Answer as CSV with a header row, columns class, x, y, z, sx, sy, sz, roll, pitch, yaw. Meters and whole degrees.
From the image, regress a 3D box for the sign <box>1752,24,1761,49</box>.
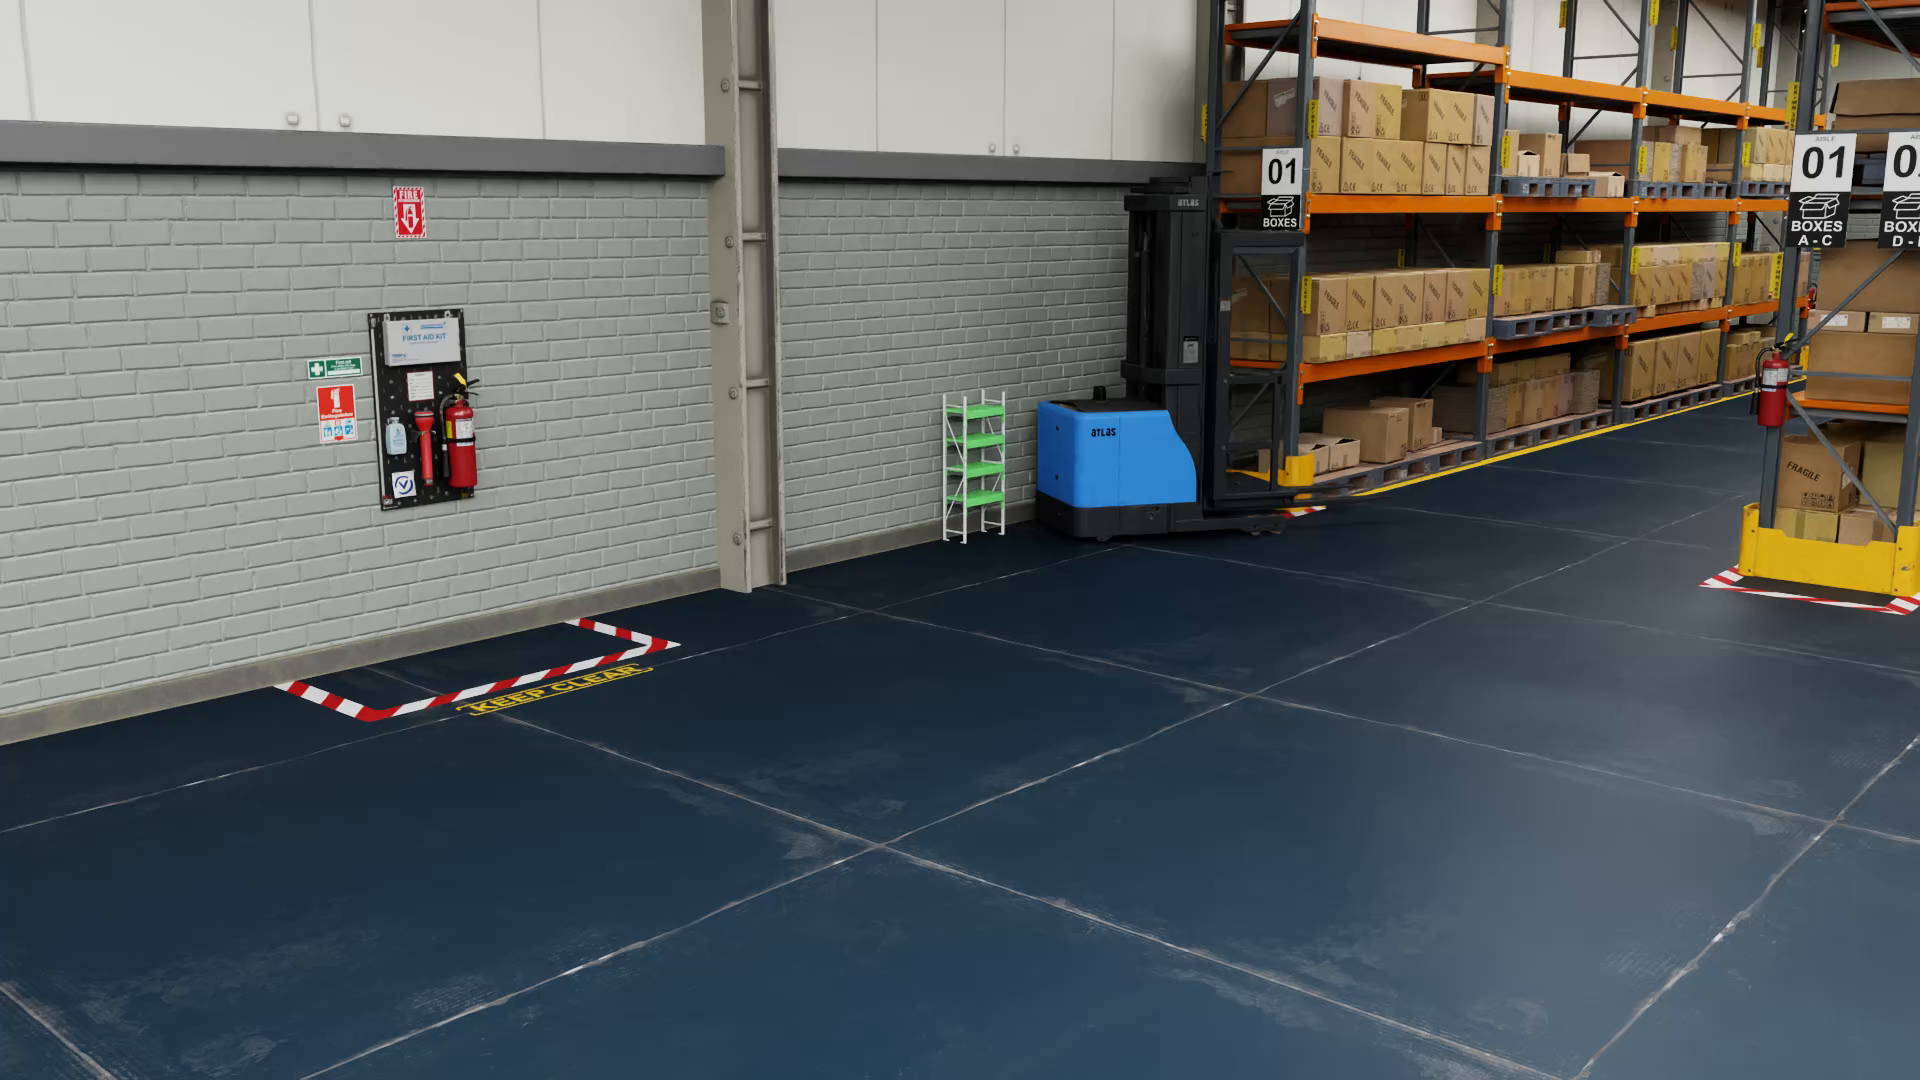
class,x,y,z,sx,sy,sz,roll,pitch,yaw
sign,10.980,-6.946,22.924,0.100,0.325,0.005,10,15,40

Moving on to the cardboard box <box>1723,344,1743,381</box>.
class,x,y,z,sx,sy,sz,roll,pitch,yaw
cardboard box,11.136,-2.652,24.641,0.700,0.500,0.500,10,15,41

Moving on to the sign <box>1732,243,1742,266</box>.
class,x,y,z,sx,sy,sz,roll,pitch,yaw
sign,10.979,-4.035,23.503,0.100,0.325,0.005,10,15,40

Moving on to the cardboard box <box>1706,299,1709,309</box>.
class,x,y,z,sx,sy,sz,roll,pitch,yaw
cardboard box,10.201,-3.303,23.181,0.380,0.149,0.250,10,15,42

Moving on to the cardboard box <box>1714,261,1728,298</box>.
class,x,y,z,sx,sy,sz,roll,pitch,yaw
cardboard box,10.449,-3.679,23.409,0.500,0.500,0.500,9,15,39

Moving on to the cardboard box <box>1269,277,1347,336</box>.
class,x,y,z,sx,sy,sz,roll,pitch,yaw
cardboard box,3.184,-2.145,15.210,0.500,0.500,0.500,10,15,40

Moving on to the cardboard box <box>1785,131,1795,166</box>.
class,x,y,z,sx,sy,sz,roll,pitch,yaw
cardboard box,12.250,-5.891,25.029,0.500,0.500,0.500,9,14,38

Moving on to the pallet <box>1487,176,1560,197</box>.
class,x,y,z,sx,sy,sz,roll,pitch,yaw
pallet,5.772,-3.854,18.170,1.213,0.211,1.003,10,15,40

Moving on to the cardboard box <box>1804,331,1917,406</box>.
class,x,y,z,sx,sy,sz,roll,pitch,yaw
cardboard box,6.685,-1.286,12.235,0.700,0.500,0.500,10,15,40

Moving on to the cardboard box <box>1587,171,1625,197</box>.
class,x,y,z,sx,sy,sz,roll,pitch,yaw
cardboard box,7.652,-4.283,20.014,0.500,0.311,0.500,10,15,40

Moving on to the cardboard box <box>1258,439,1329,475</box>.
class,x,y,z,sx,sy,sz,roll,pitch,yaw
cardboard box,3.168,-0.797,15.785,0.500,0.311,0.500,8,14,34

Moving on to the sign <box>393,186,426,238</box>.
class,x,y,z,sx,sy,sz,roll,pitch,yaw
sign,-3.245,-1.932,9.805,0.001,0.298,0.199,10,15,40

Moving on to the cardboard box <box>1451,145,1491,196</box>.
class,x,y,z,sx,sy,sz,roll,pitch,yaw
cardboard box,5.135,-3.821,17.221,0.500,0.500,0.500,10,15,42

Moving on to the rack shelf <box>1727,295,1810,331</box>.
class,x,y,z,sx,sy,sz,roll,pitch,yaw
rack shelf,11.885,-3.517,25.497,1.077,0.370,4.000,10,15,40

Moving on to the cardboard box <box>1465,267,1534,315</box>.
class,x,y,z,sx,sy,sz,roll,pitch,yaw
cardboard box,6.020,-2.815,18.767,0.500,0.500,0.700,-10,15,-42

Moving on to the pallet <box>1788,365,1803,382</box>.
class,x,y,z,sx,sy,sz,roll,pitch,yaw
pallet,12.736,-2.669,26.533,1.003,0.211,1.213,10,15,40

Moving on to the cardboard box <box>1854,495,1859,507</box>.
class,x,y,z,sx,sy,sz,roll,pitch,yaw
cardboard box,6.820,-0.220,13.100,0.500,0.250,0.500,10,15,40

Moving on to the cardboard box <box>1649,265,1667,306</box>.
class,x,y,z,sx,sy,sz,roll,pitch,yaw
cardboard box,8.790,-3.306,21.538,0.500,0.500,0.500,10,15,42

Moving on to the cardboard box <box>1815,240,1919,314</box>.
class,x,y,z,sx,sy,sz,roll,pitch,yaw
cardboard box,6.720,-1.930,12.147,0.700,0.500,0.500,10,15,41

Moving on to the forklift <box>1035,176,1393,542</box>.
class,x,y,z,sx,sy,sz,roll,pitch,yaw
forklift,2.223,-1.570,14.089,3.031,2.935,1.130,-4,12,-17

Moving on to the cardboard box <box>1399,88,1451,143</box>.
class,x,y,z,sx,sy,sz,roll,pitch,yaw
cardboard box,4.466,-4.149,16.310,0.500,0.500,0.500,9,14,38

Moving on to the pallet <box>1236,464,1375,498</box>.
class,x,y,z,sx,sy,sz,roll,pitch,yaw
pallet,3.257,-0.568,16.018,1.003,0.211,1.213,10,15,40

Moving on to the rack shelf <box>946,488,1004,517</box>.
class,x,y,z,sx,sy,sz,roll,pitch,yaw
rack shelf,0.116,-0.314,13.771,0.258,0.148,0.480,10,15,40

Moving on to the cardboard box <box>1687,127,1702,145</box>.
class,x,y,z,sx,sy,sz,roll,pitch,yaw
cardboard box,9.885,-5.566,22.970,0.500,0.250,0.500,-11,16,-43

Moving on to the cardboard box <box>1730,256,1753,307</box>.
class,x,y,z,sx,sy,sz,roll,pitch,yaw
cardboard box,10.935,-3.800,24.313,0.980,0.700,0.700,10,15,41

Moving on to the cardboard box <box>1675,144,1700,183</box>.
class,x,y,z,sx,sy,sz,roll,pitch,yaw
cardboard box,9.583,-5.105,22.577,0.700,0.500,0.500,9,15,39

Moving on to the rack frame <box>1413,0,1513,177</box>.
class,x,y,z,sx,sy,sz,roll,pitch,yaw
rack frame,5.284,-5.340,17.472,1.000,3.000,0.127,10,15,40

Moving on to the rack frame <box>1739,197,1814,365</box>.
class,x,y,z,sx,sy,sz,roll,pitch,yaw
rack frame,13.205,-4.164,26.900,1.000,3.000,0.127,10,15,40

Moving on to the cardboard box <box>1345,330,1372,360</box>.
class,x,y,z,sx,sy,sz,roll,pitch,yaw
cardboard box,3.536,-1.855,15.672,0.500,0.250,0.500,9,15,39

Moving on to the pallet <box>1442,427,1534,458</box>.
class,x,y,z,sx,sy,sz,roll,pitch,yaw
pallet,5.797,-1.146,18.908,1.003,0.211,1.213,10,15,40

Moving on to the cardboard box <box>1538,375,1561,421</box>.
class,x,y,z,sx,sy,sz,roll,pitch,yaw
cardboard box,6.754,-1.726,19.956,0.700,0.500,0.500,10,15,40

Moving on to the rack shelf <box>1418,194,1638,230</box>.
class,x,y,z,sx,sy,sz,roll,pitch,yaw
rack shelf,6.604,-3.811,19.310,1.077,0.370,4.000,10,15,40

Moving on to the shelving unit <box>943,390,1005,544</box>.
class,x,y,z,sx,sy,sz,roll,pitch,yaw
shelving unit,0.116,-0.612,13.711,0.258,1.200,0.503,10,15,40

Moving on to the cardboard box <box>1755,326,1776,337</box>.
class,x,y,z,sx,sy,sz,roll,pitch,yaw
cardboard box,12.702,-3.266,26.058,0.380,0.149,0.250,10,15,42

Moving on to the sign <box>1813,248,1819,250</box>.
class,x,y,z,sx,sy,sz,roll,pitch,yaw
sign,13.604,-4.775,26.401,0.100,0.325,0.005,10,15,40

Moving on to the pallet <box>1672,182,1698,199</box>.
class,x,y,z,sx,sy,sz,roll,pitch,yaw
pallet,9.046,-4.632,22.066,1.003,0.211,1.213,11,16,43

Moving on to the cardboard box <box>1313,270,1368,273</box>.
class,x,y,z,sx,sy,sz,roll,pitch,yaw
cardboard box,3.805,-2.434,16.657,0.500,0.500,0.500,10,15,41

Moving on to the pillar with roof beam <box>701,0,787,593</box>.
class,x,y,z,sx,sy,sz,roll,pitch,yaw
pillar with roof beam,1.729,-3.527,8.395,9.100,9.000,0.400,10,15,40

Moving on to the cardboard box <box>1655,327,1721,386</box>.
class,x,y,z,sx,sy,sz,roll,pitch,yaw
cardboard box,10.233,-2.615,23.559,0.750,0.750,0.750,10,15,41

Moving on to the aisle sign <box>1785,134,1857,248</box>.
class,x,y,z,sx,sy,sz,roll,pitch,yaw
aisle sign,6.103,-2.473,11.797,0.394,0.787,0.004,10,15,40

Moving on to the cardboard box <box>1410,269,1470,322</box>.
class,x,y,z,sx,sy,sz,roll,pitch,yaw
cardboard box,4.879,-2.519,17.080,0.500,0.500,0.500,10,15,40

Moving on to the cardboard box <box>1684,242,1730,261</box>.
class,x,y,z,sx,sy,sz,roll,pitch,yaw
cardboard box,10.449,-4.046,23.329,0.500,0.250,0.500,10,15,42

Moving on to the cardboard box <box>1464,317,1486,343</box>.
class,x,y,z,sx,sy,sz,roll,pitch,yaw
cardboard box,5.199,-2.226,17.528,0.500,0.250,0.500,10,15,40

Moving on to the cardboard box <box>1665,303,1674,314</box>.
class,x,y,z,sx,sy,sz,roll,pitch,yaw
cardboard box,9.320,-3.119,22.259,0.380,0.149,0.250,10,15,41

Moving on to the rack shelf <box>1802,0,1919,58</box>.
class,x,y,z,sx,sy,sz,roll,pitch,yaw
rack shelf,7.687,-3.857,12.905,1.077,0.370,4.000,10,15,40

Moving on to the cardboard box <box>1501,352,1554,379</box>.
class,x,y,z,sx,sy,sz,roll,pitch,yaw
cardboard box,6.729,-2.080,19.809,0.500,0.250,0.500,10,15,40

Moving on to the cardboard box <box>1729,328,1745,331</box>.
class,x,y,z,sx,sy,sz,roll,pitch,yaw
cardboard box,11.915,-3.204,25.746,0.380,0.149,0.250,10,15,41

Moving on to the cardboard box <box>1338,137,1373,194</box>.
class,x,y,z,sx,sy,sz,roll,pitch,yaw
cardboard box,3.433,-3.431,15.265,0.500,0.500,0.500,-11,16,-44

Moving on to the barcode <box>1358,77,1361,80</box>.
class,x,y,z,sx,sy,sz,roll,pitch,yaw
barcode,4.043,-4.652,16.835,0.001,0.075,0.075,10,15,40

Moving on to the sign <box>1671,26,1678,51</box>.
class,x,y,z,sx,sy,sz,roll,pitch,yaw
sign,10.164,-7.128,23.636,0.100,0.325,0.005,10,15,40

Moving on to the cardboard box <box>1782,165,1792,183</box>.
class,x,y,z,sx,sy,sz,roll,pitch,yaw
cardboard box,12.239,-5.520,25.088,0.500,0.250,0.500,9,15,39

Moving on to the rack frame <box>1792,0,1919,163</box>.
class,x,y,z,sx,sy,sz,roll,pitch,yaw
rack frame,6.367,-4.112,11.322,1.000,3.000,0.127,10,15,40

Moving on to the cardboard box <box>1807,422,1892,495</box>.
class,x,y,z,sx,sy,sz,roll,pitch,yaw
cardboard box,7.147,-0.662,13.398,0.500,0.500,0.500,10,15,40

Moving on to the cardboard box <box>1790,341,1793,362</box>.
class,x,y,z,sx,sy,sz,roll,pitch,yaw
cardboard box,12.818,-3.028,26.523,0.700,0.500,0.500,10,15,40
